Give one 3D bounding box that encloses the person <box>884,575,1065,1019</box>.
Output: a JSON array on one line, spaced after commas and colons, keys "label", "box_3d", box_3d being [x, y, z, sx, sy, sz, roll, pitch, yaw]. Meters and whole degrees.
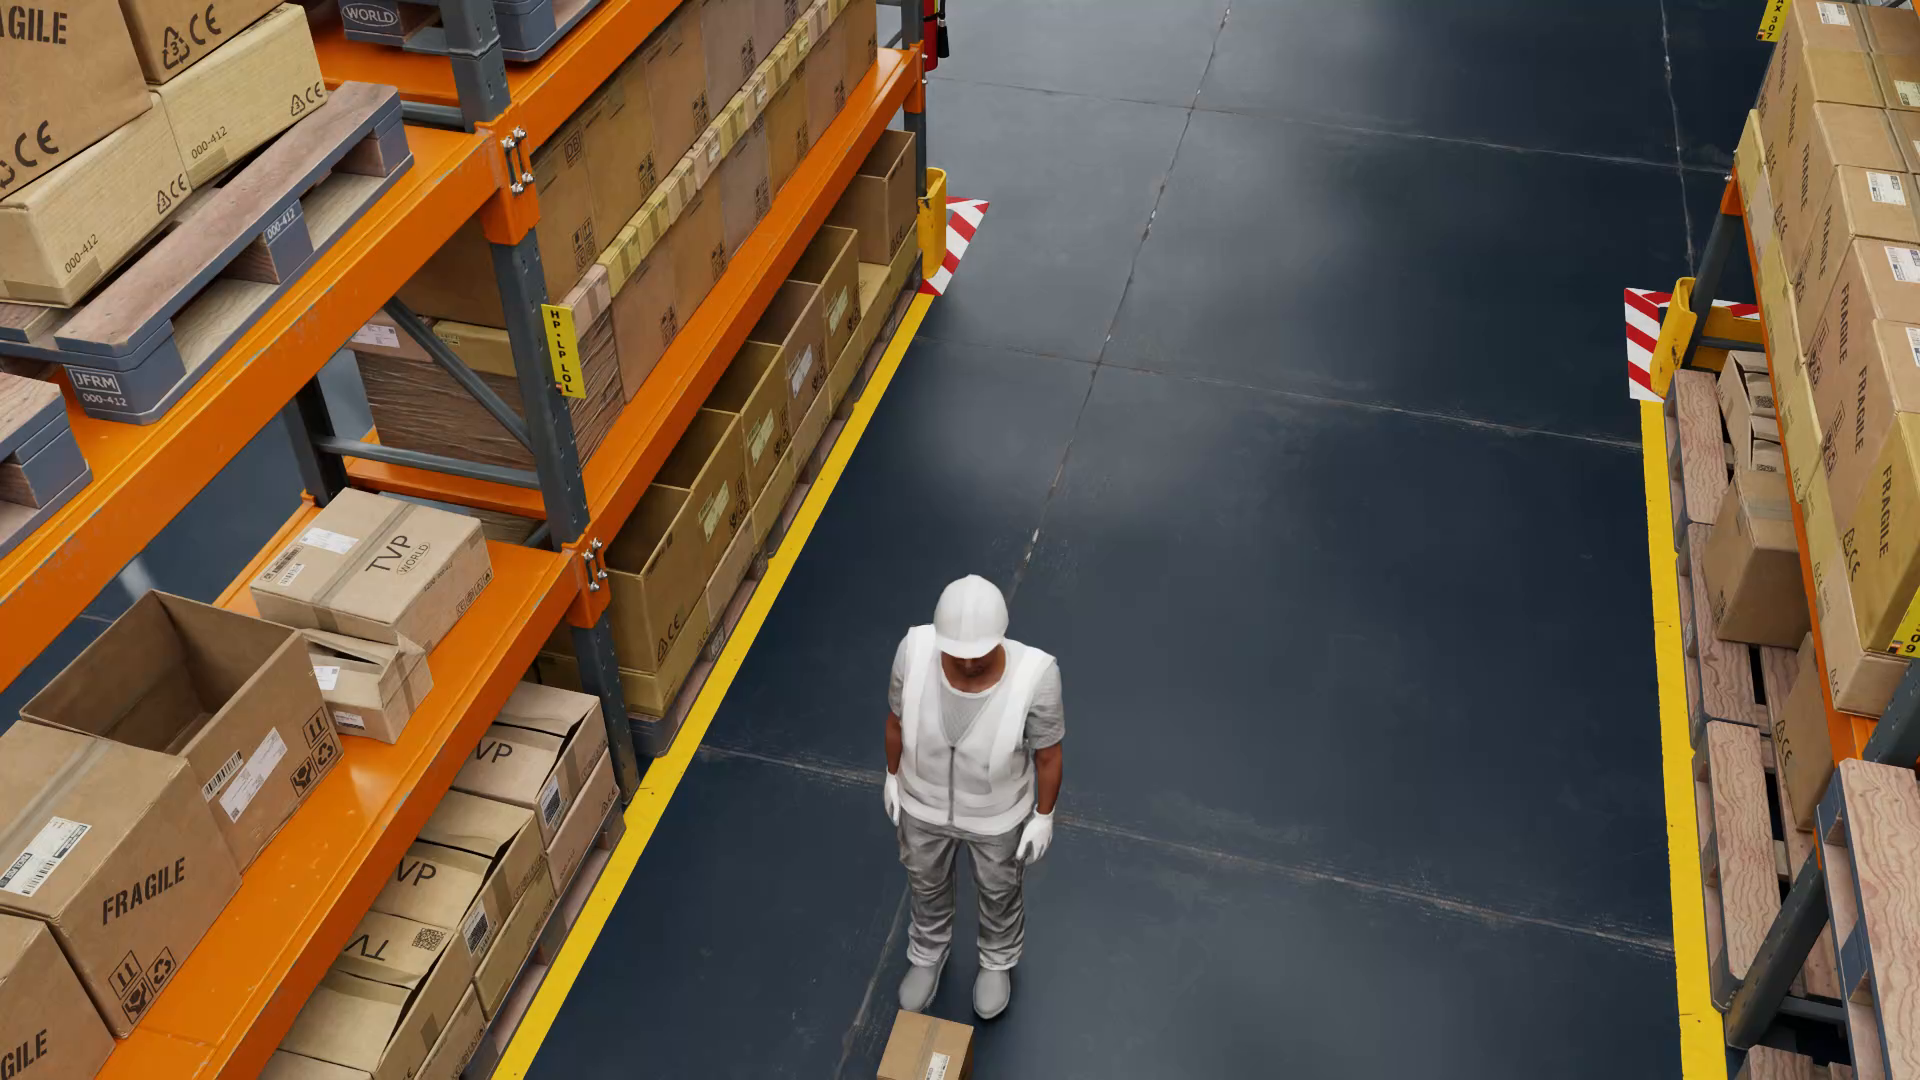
[{"label": "person", "box_3d": [0.023, 0.833, 5.169, 0.564, 1.815, 0.405, 10, 42, 11]}]
